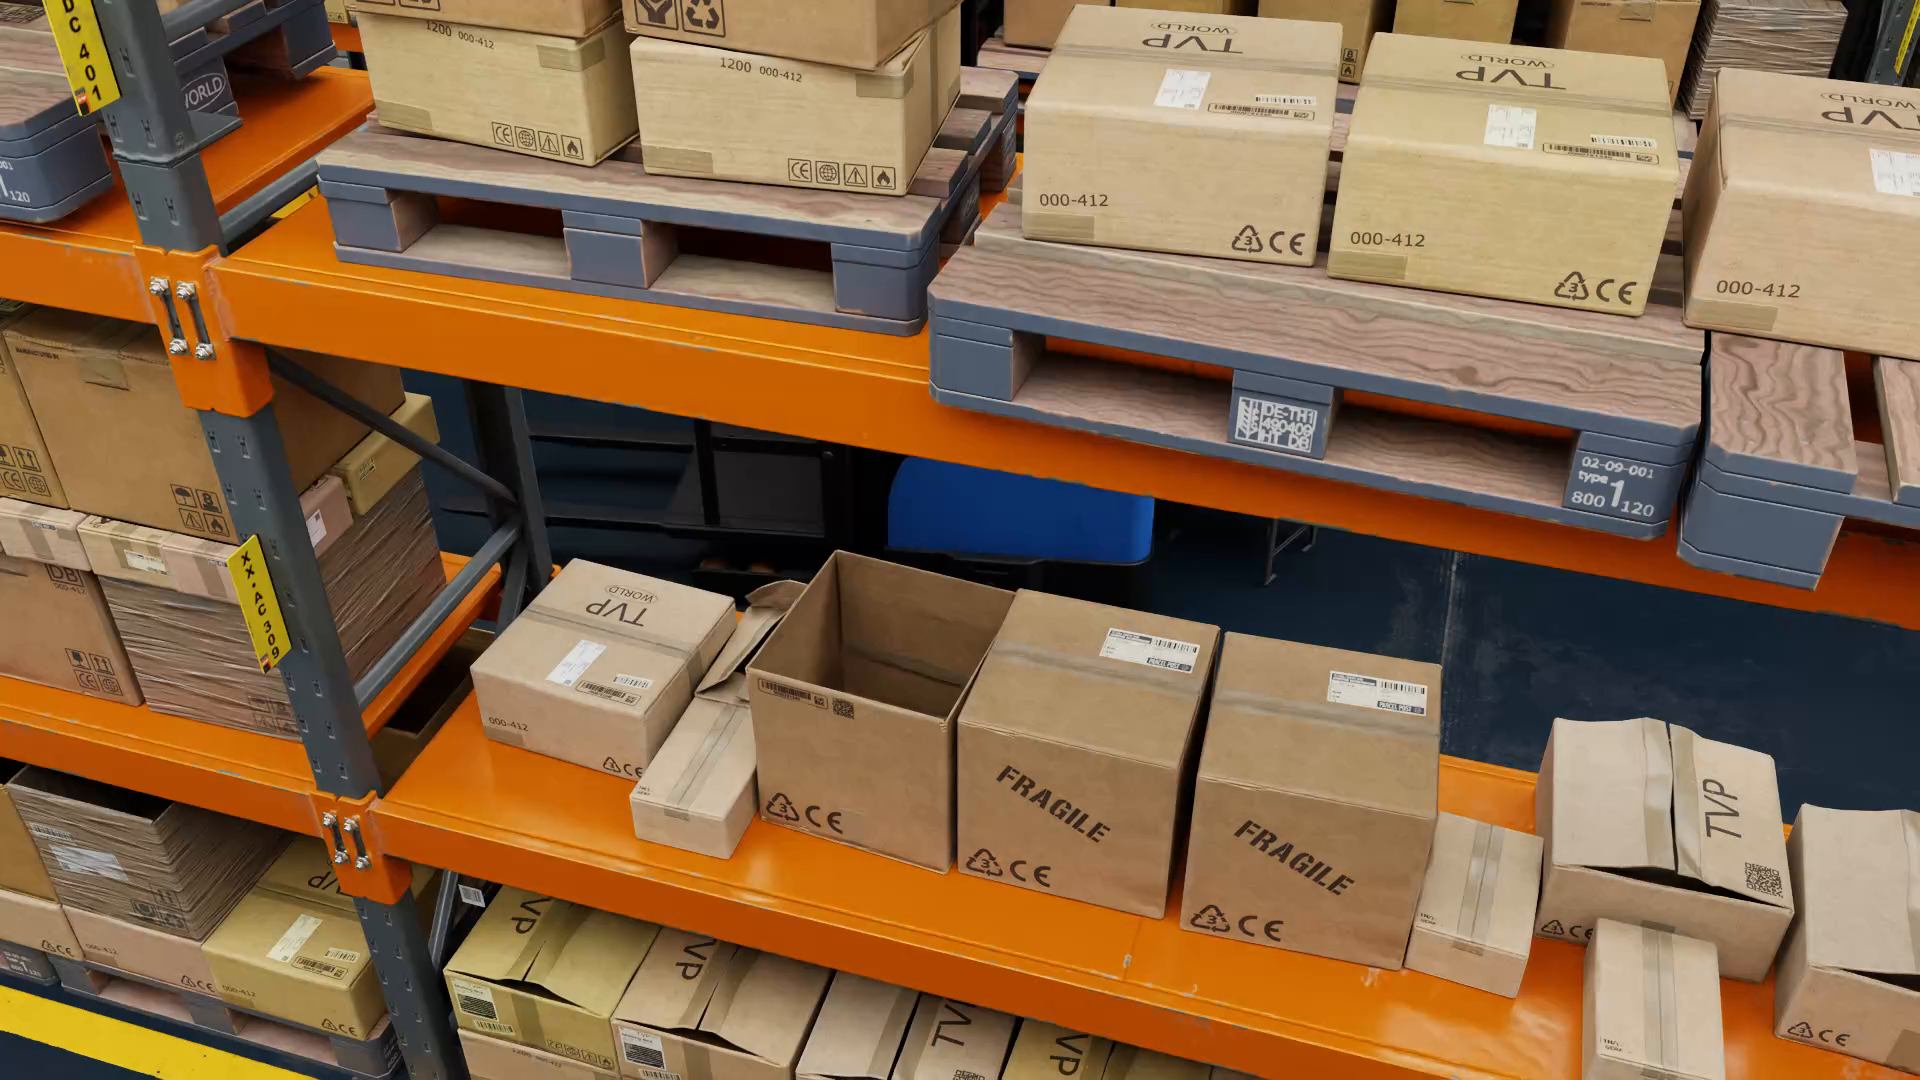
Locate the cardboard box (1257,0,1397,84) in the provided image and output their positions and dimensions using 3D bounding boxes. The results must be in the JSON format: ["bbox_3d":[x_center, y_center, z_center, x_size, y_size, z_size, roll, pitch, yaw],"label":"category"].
[{"bbox_3d":[1.715,-2.497,7.657,0.500,0.500,0.700,16,39,20],"label":"cardboard box"}]

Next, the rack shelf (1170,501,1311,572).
[{"bbox_3d":[1.222,-0.260,7.036,0.480,0.518,0.431,27,44,32],"label":"rack shelf"}]

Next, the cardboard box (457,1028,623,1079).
[{"bbox_3d":[-1.093,1.363,4.834,0.500,0.250,0.500,10,37,13],"label":"cardboard box"}]

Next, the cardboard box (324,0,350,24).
[{"bbox_3d":[-3.377,-2.979,8.877,0.500,0.250,0.500,9,37,13],"label":"cardboard box"}]

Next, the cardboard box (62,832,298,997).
[{"bbox_3d":[-2.386,1.099,5.192,0.500,0.250,0.500,10,38,14],"label":"cardboard box"}]

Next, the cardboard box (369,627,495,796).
[{"bbox_3d":[-1.753,0.590,5.251,0.500,0.500,0.500,10,38,14],"label":"cardboard box"}]

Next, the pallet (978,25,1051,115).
[{"bbox_3d":[0.756,-2.296,8.001,1.213,0.211,1.003,10,38,14],"label":"pallet"}]

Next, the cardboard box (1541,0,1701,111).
[{"bbox_3d":[2.895,-2.262,7.337,0.500,0.500,0.700,7,37,10],"label":"cardboard box"}]

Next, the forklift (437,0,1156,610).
[{"bbox_3d":[-0.681,-1.234,6.454,3.031,2.935,1.130,4,37,5],"label":"forklift"}]

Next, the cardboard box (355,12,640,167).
[{"bbox_3d":[-0.818,-0.990,3.306,0.500,0.250,0.500,14,39,19],"label":"cardboard box"}]

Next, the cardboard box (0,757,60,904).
[{"bbox_3d":[-2.864,0.710,5.088,0.500,0.500,0.500,10,38,14],"label":"cardboard box"}]

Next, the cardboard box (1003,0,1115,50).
[{"bbox_3d":[0.545,-2.699,7.931,0.500,0.500,0.700,11,38,14],"label":"cardboard box"}]

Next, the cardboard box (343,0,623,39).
[{"bbox_3d":[-0.827,-1.275,3.060,0.500,0.500,0.500,11,38,14],"label":"cardboard box"}]

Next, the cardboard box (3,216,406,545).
[{"bbox_3d":[-1.829,-0.425,4.118,0.500,0.500,0.700,11,38,14],"label":"cardboard box"}]

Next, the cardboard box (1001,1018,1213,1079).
[{"bbox_3d":[0.384,1.410,4.296,0.500,0.311,0.500,12,38,15],"label":"cardboard box"}]

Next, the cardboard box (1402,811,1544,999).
[{"bbox_3d":[1.180,0.828,3.807,0.250,0.149,0.380,13,38,17],"label":"cardboard box"}]

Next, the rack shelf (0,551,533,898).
[{"bbox_3d":[-3.313,0.149,5.124,4.000,0.370,1.077,10,38,14],"label":"rack shelf"}]

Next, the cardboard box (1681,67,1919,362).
[{"bbox_3d":[1.459,-0.528,2.678,0.500,0.250,0.500,11,38,15],"label":"cardboard box"}]

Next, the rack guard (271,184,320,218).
[{"bbox_3d":[-3.676,-2.277,9.923,0.348,0.500,1.175,10,38,14],"label":"rack guard"}]

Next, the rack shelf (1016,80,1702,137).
[{"bbox_3d":[1.979,-1.947,7.972,4.000,0.370,1.077,10,38,14],"label":"rack shelf"}]

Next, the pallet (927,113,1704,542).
[{"bbox_3d":[0.672,-0.477,2.997,1.213,0.211,1.003,12,38,16],"label":"pallet"}]

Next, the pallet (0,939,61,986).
[{"bbox_3d":[-3.319,0.957,5.771,1.213,0.211,1.003,10,38,14],"label":"pallet"}]

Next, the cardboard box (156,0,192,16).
[{"bbox_3d":[-1.806,-1.499,3.669,0.500,0.500,0.500,14,38,18],"label":"cardboard box"}]

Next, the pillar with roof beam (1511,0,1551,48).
[{"bbox_3d":[1.621,-2.583,3.168,0.400,9.000,9.100,10,38,14],"label":"pillar with roof beam"}]

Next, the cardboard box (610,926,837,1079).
[{"bbox_3d":[-0.607,1.231,4.540,0.500,0.311,0.500,10,38,13],"label":"cardboard box"}]

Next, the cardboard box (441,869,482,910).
[{"bbox_3d":[-1.756,0.898,5.465,0.500,0.250,0.500,10,38,14],"label":"cardboard box"}]

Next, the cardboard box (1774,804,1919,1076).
[{"bbox_3d":[2.080,0.867,3.617,0.500,0.311,0.500,13,38,17],"label":"cardboard box"}]

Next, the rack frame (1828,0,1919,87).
[{"bbox_3d":[3.888,-1.884,7.279,0.127,3.000,1.000,10,38,14],"label":"rack frame"}]

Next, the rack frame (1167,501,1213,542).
[{"bbox_3d":[1.037,-0.930,6.742,0.015,2.100,0.400,27,44,32],"label":"rack frame"}]

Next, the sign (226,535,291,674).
[{"bbox_3d":[-1.568,0.147,3.723,0.005,0.325,0.100,10,38,14],"label":"sign"}]

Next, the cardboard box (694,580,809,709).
[{"bbox_3d":[-0.510,0.319,4.400,0.258,0.266,0.396,10,37,13],"label":"cardboard box"}]

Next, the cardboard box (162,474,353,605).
[{"bbox_3d":[-1.727,-0.015,4.109,0.250,0.149,0.380,10,38,14],"label":"cardboard box"}]

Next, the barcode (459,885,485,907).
[{"bbox_3d":[-1.284,0.936,4.375,0.075,0.075,0.001,10,38,14],"label":"barcode"}]

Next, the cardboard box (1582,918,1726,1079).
[{"bbox_3d":[1.473,1.018,3.548,0.250,0.149,0.380,10,38,14],"label":"cardboard box"}]

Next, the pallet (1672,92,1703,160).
[{"bbox_3d":[3.176,-1.872,7.425,1.003,0.211,1.213,10,38,14],"label":"pallet"}]

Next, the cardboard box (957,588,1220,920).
[{"bbox_3d":[0.305,0.499,3.957,0.500,0.500,0.500,11,38,14],"label":"cardboard box"}]

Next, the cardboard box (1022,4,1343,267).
[{"bbox_3d":[0.403,-0.731,2.955,0.500,0.250,0.500,7,37,10],"label":"cardboard box"}]

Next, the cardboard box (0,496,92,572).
[{"bbox_3d":[-2.213,-0.105,4.231,0.250,0.149,0.380,9,37,13],"label":"cardboard box"}]

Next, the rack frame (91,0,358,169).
[{"bbox_3d":[-1.404,-2.203,2.652,0.127,3.000,1.000,10,38,14],"label":"rack frame"}]

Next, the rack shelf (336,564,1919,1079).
[{"bbox_3d":[0.505,0.856,4.163,4.000,0.370,1.077,10,38,14],"label":"rack shelf"}]

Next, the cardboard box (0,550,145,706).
[{"bbox_3d":[-2.335,0.008,4.624,0.500,0.500,0.700,10,38,13],"label":"cardboard box"}]

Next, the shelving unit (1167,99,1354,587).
[{"bbox_3d":[1.222,-0.835,6.613,0.503,2.100,0.431,27,44,32],"label":"shelving unit"}]
